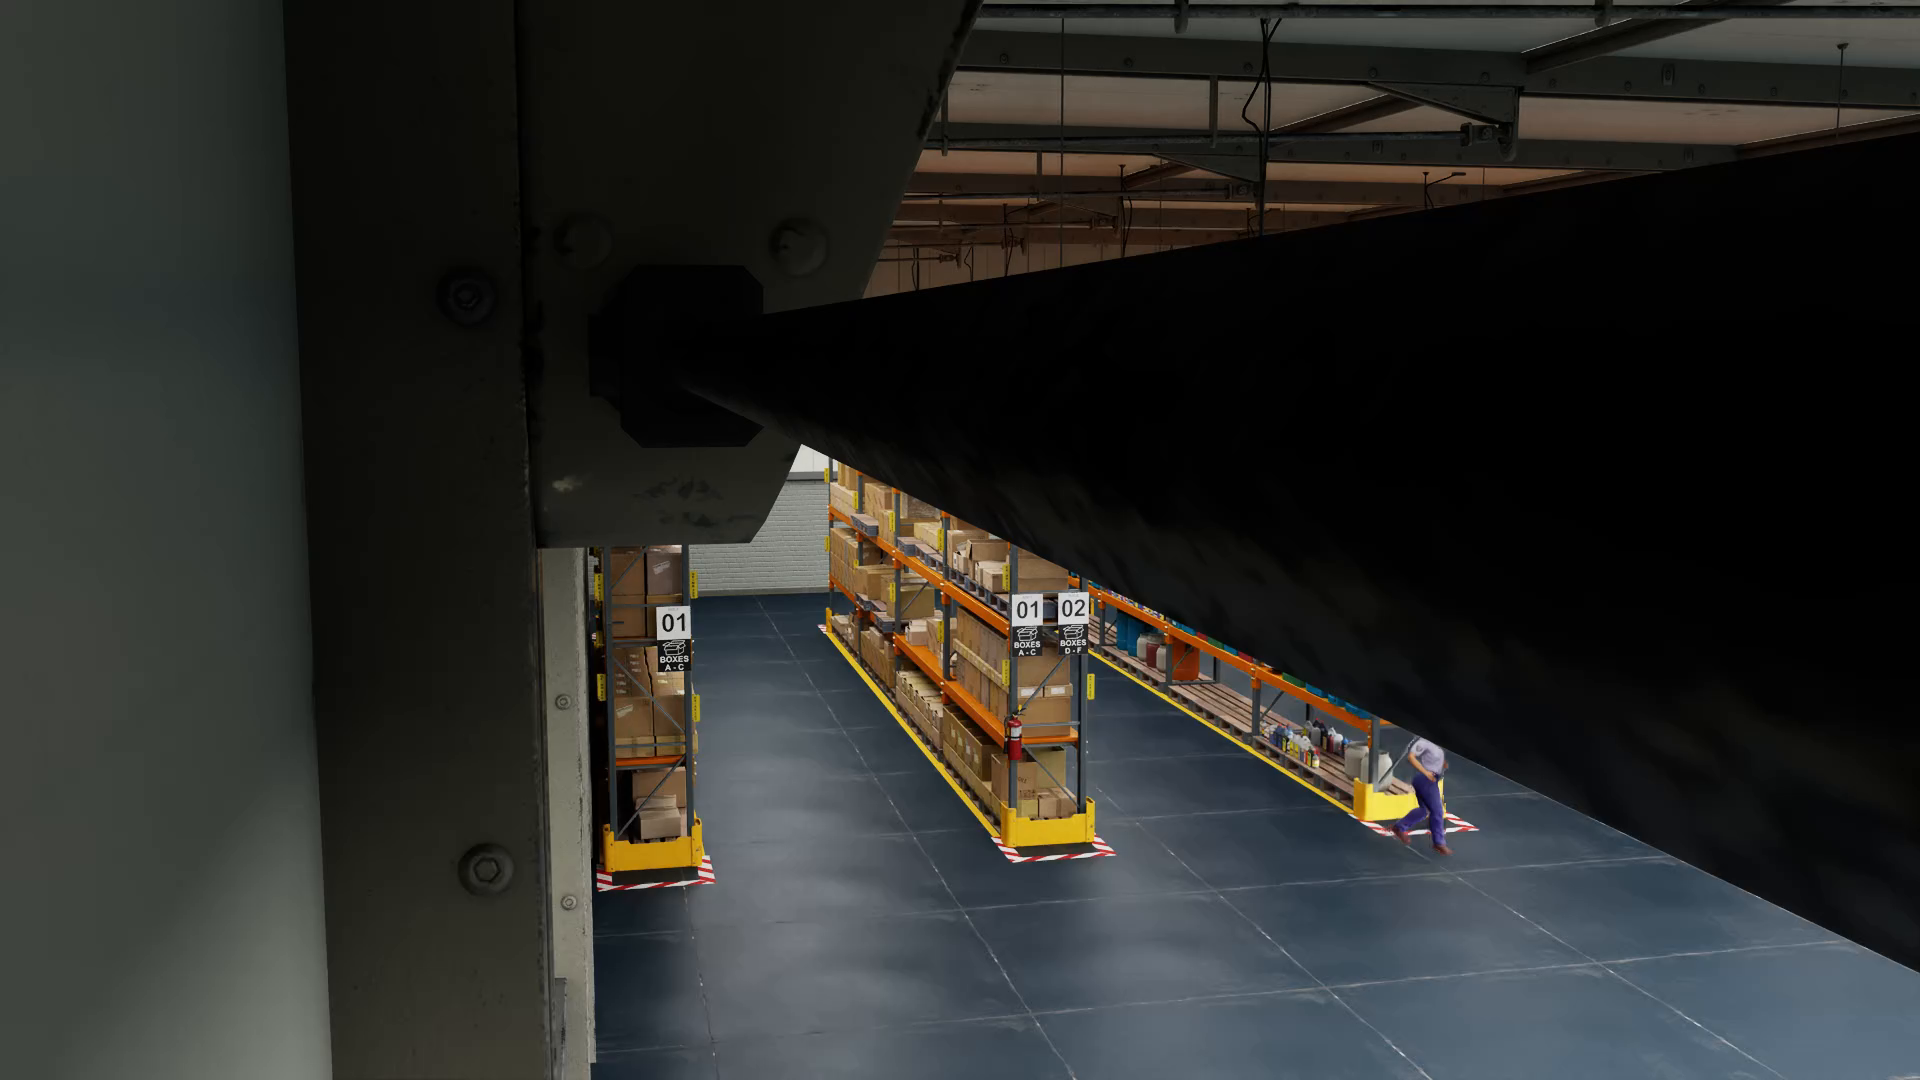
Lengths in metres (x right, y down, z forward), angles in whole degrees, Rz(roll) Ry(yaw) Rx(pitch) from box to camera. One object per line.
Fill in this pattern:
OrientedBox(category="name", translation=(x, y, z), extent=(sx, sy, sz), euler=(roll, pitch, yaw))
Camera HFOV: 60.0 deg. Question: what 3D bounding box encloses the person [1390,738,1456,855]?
OrientedBox(category="person", translation=(5.849, 3.067, 20.880), extent=(0.822, 1.664, 0.664), euler=(3, 7, 22))
